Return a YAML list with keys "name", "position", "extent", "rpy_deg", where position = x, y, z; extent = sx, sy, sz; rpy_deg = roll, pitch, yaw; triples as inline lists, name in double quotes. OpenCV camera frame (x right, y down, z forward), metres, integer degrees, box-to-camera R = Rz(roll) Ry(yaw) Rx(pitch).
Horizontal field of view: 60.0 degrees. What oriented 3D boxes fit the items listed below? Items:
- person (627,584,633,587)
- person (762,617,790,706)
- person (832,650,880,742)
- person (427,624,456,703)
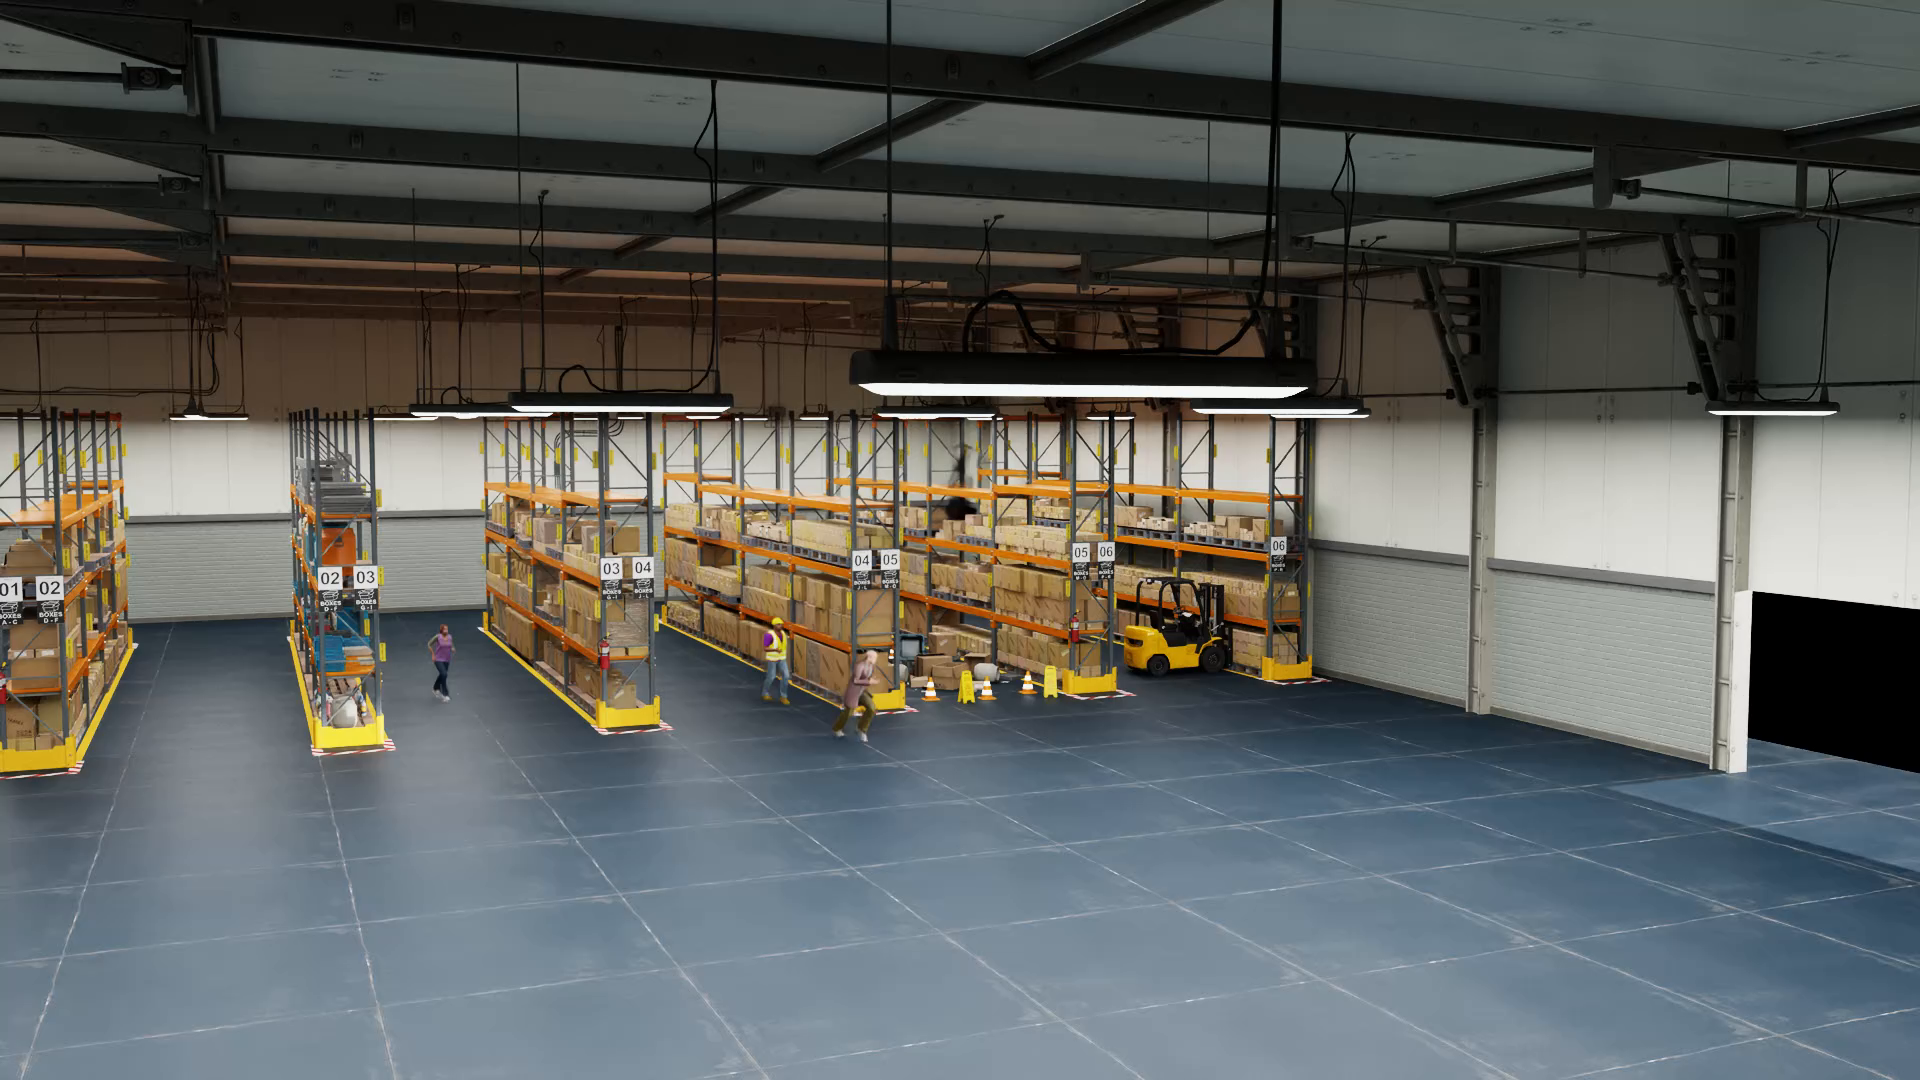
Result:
- name: "person"
  position: [-9.302, 1.672, 46.379]
  extent: [0.565, 1.629, 0.572]
  rpy_deg: [-1, 4, -18]
- name: "person"
  position: [-3.757, 2.474, 33.888]
  extent: [0.628, 1.813, 0.825]
  rpy_deg: [-3, 5, -37]
- name: "person"
  position: [-1.859, 2.813, 30.038]
  extent: [1.060, 1.708, 0.748]
  rpy_deg: [2, 5, 29]
- name: "person"
  position: [-10.695, 2.532, 34.360]
  extent: [0.826, 1.637, 0.476]
  rpy_deg: [3, 5, 39]
